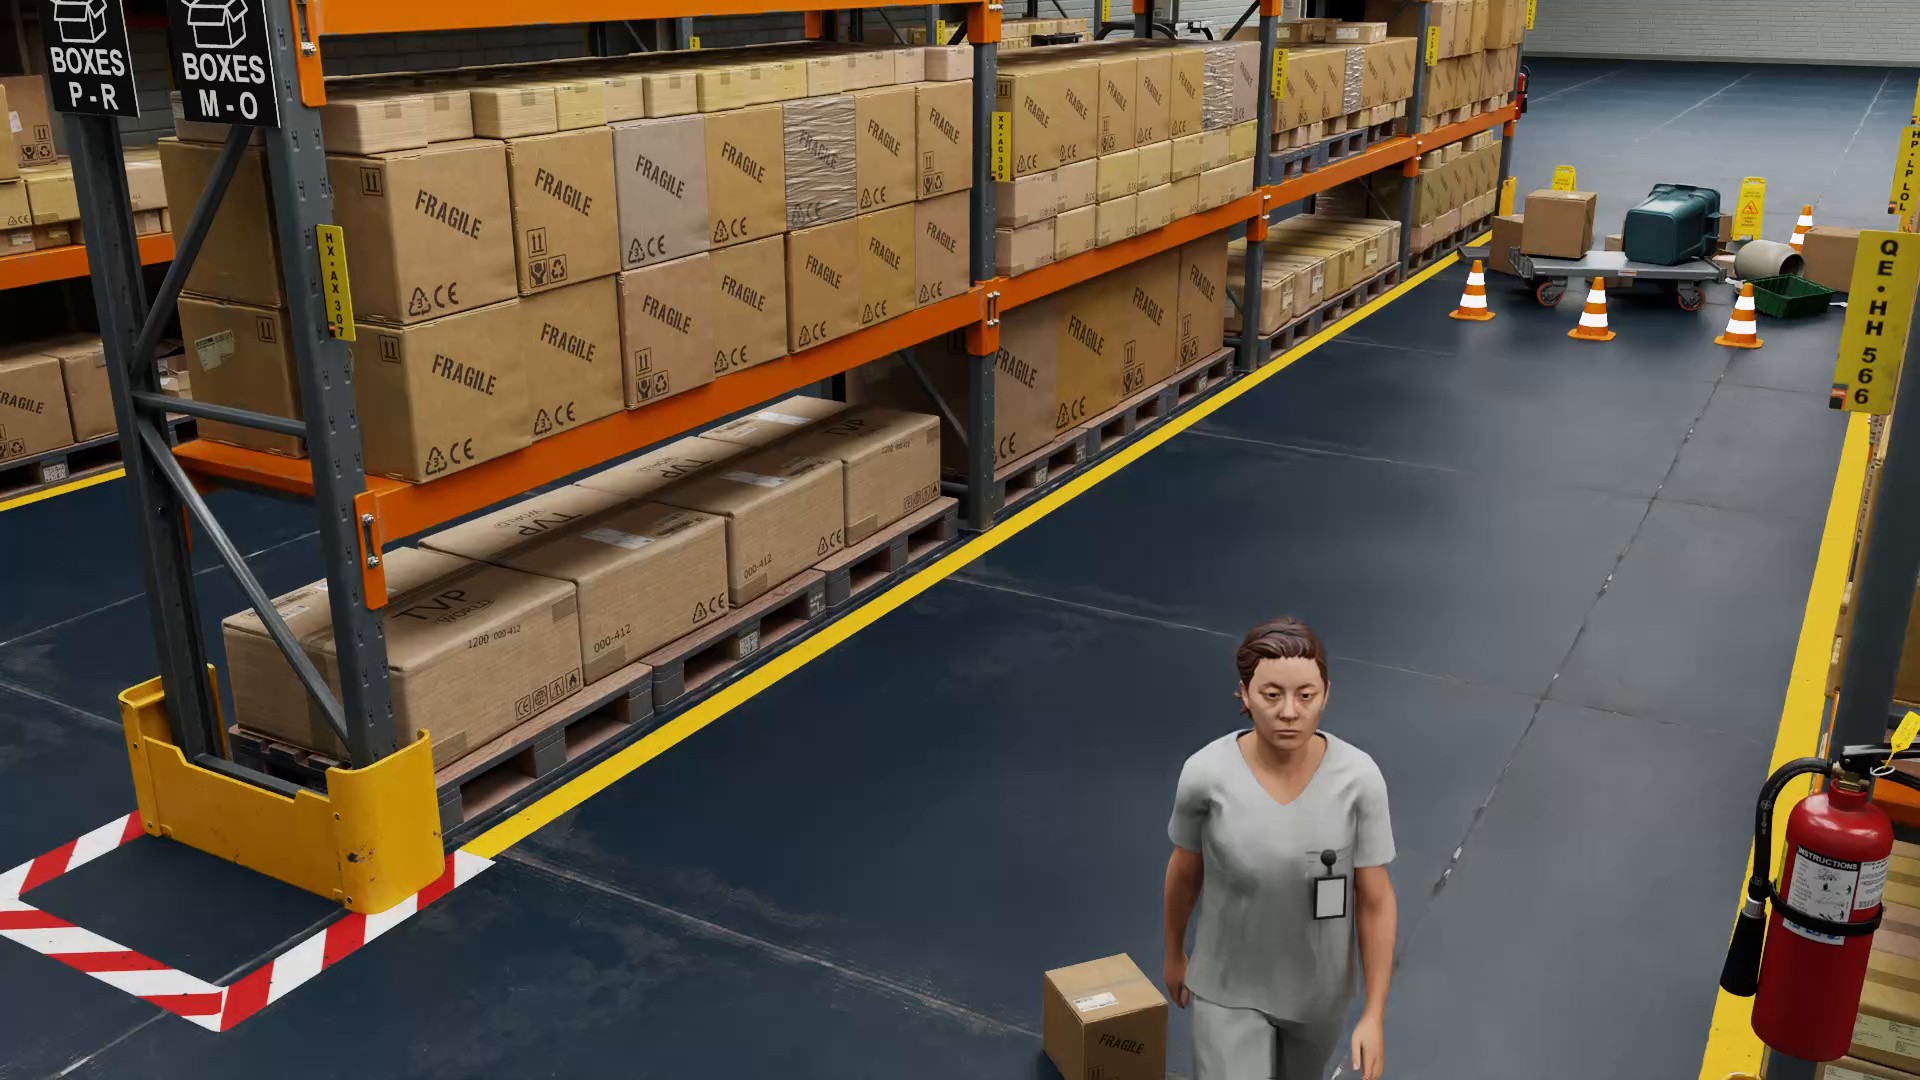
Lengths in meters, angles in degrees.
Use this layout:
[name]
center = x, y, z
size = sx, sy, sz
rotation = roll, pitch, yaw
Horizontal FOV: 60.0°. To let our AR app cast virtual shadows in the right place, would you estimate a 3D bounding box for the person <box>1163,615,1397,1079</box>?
[person]
center = 0.656, 0.929, 3.478
size = 0.445, 1.617, 1.080
rotation = 0, 20, -1
